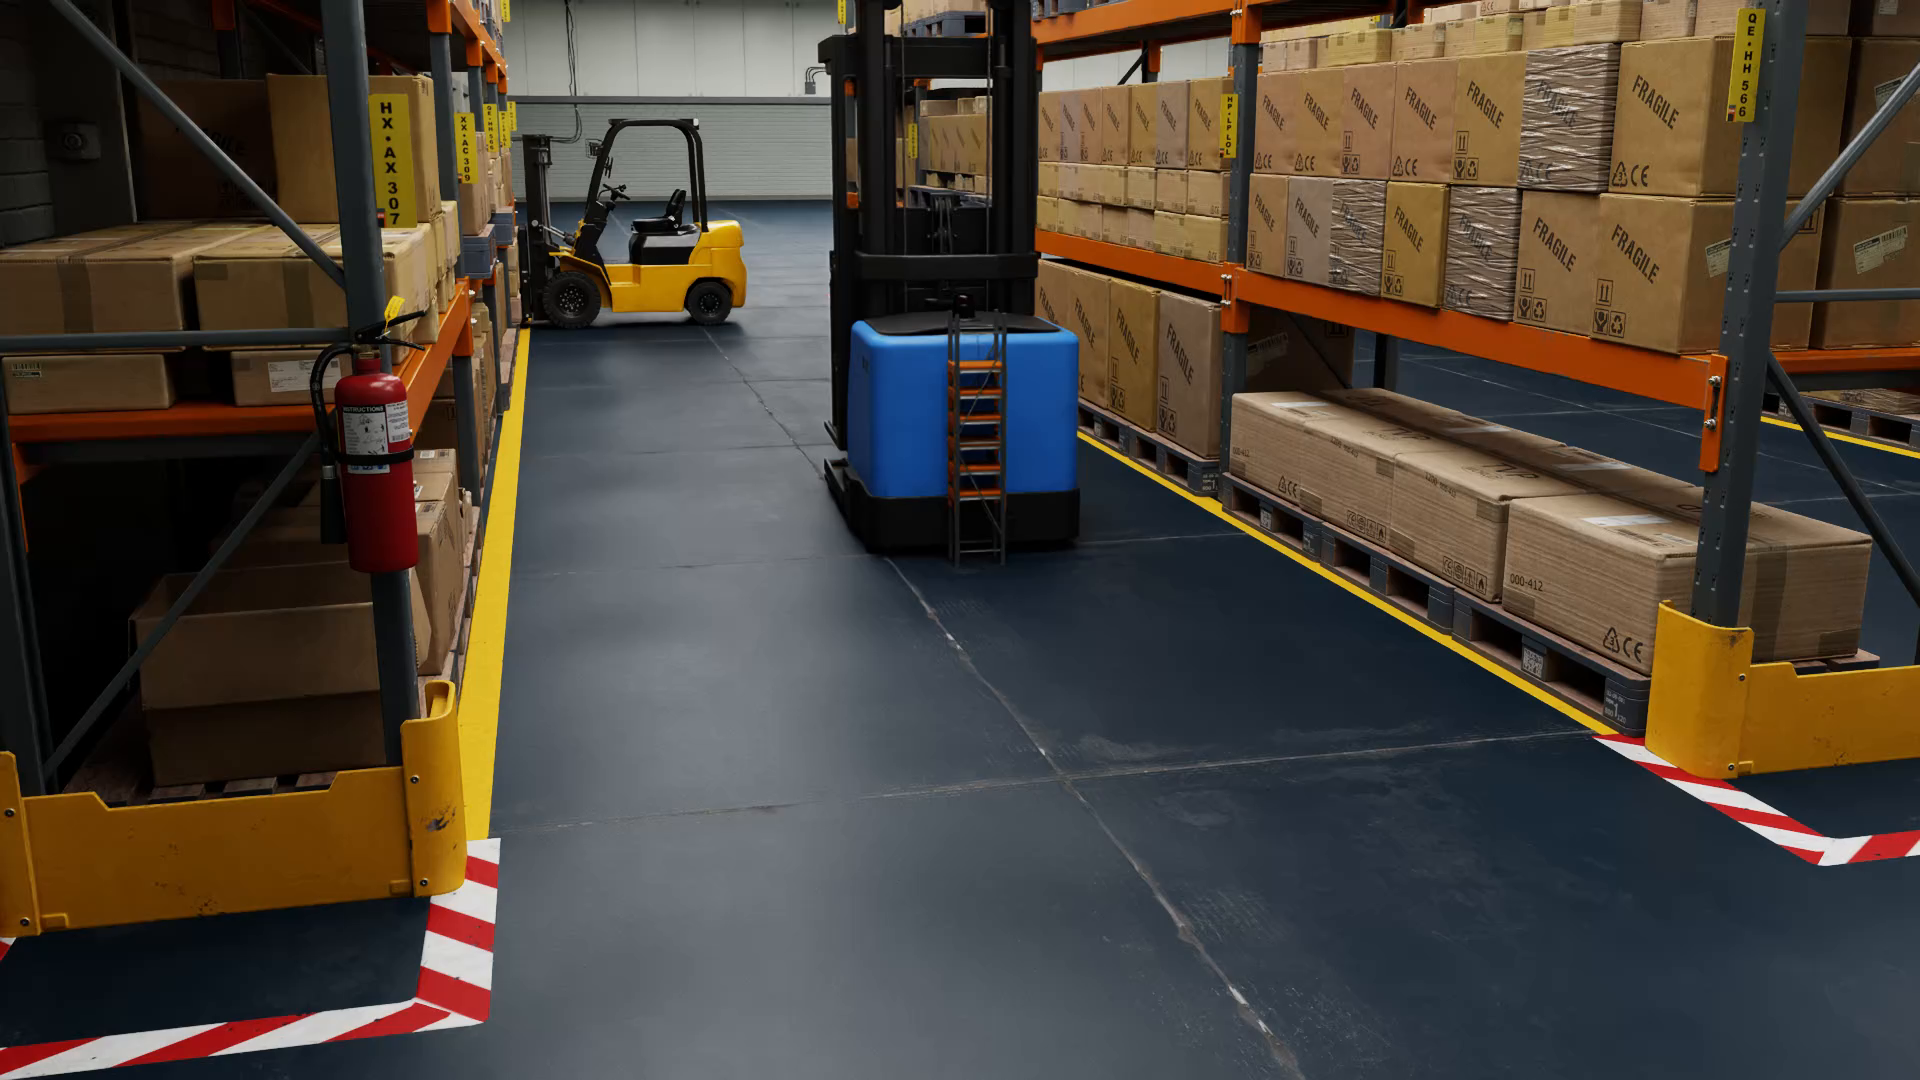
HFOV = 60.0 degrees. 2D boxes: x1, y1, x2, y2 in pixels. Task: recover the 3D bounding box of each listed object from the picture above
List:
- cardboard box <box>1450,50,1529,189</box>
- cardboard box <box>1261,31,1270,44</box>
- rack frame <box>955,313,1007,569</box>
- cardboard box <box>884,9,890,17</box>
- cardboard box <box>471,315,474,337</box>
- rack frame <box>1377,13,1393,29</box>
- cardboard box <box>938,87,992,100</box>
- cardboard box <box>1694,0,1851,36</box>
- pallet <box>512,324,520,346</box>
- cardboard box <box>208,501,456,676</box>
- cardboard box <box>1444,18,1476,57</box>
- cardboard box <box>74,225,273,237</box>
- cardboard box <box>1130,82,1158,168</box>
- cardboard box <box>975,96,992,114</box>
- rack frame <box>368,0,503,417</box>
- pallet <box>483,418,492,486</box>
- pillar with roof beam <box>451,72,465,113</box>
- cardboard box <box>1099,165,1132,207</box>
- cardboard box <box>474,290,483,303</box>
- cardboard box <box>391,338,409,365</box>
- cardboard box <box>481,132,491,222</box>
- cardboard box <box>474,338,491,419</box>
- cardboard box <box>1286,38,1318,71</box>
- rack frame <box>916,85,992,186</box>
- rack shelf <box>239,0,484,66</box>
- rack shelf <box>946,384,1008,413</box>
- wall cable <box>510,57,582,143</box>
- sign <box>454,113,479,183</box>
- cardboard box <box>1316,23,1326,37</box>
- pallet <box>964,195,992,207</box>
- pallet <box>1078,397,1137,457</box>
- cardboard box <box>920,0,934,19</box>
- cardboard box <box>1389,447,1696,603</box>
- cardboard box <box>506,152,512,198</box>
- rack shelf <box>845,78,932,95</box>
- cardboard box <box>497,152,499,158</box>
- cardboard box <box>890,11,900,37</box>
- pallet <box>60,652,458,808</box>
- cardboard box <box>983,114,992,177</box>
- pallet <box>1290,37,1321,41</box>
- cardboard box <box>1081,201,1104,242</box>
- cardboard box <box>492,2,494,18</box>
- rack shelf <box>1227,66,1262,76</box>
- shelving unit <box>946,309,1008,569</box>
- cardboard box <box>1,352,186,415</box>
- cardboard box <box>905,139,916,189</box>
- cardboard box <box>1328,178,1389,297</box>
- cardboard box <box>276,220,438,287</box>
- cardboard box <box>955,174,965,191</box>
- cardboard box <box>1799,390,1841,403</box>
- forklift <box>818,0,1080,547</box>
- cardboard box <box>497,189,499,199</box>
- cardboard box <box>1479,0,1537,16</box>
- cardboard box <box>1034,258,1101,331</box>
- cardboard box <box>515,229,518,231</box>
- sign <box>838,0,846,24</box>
[{"bbox_3d":[2.274,-1.633,6.472,0.500,0.500,0.500,-3,14,-13],"label":"cardboard box"},{"bbox_3d":[3.861,-6.073,20.079,0.380,0.149,0.250,-3,14,-13],"label":"cardboard box"},{"bbox_3d":[0.096,-0.453,7.752,0.240,1.200,0.006,-2,14,-10],"label":"rack frame"},{"bbox_3d":[-0.592,-5.615,17.617,0.380,0.149,0.250,-3,14,-13],"label":"cardboard box"},{"bbox_3d":[-3.326,-1.352,10.658,0.380,0.149,0.250,-3,14,-12],"label":"cardboard box"},{"bbox_3d":[4.853,-6.749,17.091,1.000,3.000,0.127,-3,14,-13],"label":"rack frame"},{"bbox_3d":[0.173,-4.328,16.877,0.700,0.500,0.500,-3,14,-14],"label":"cardboard box"},{"bbox_3d":[2.604,-1.688,5.333,0.380,0.149,0.250,-3,14,-12],"label":"cardboard box"},{"bbox_3d":[-4.905,-2.089,16.534,1.003,0.211,1.213,-3,14,-13],"label":"pallet"},{"bbox_3d":[-2.155,0.175,5.773,0.700,0.500,0.500,-3,14,-11],"label":"cardboard box"},{"bbox_3d":[2.208,-2.041,6.777,0.380,0.149,0.250,-3,14,-11],"label":"cardboard box"},{"bbox_3d":[-2.538,-0.886,5.423,0.500,0.250,0.500,-3,14,-11],"label":"cardboard box"},{"bbox_3d":[1.366,-2.550,10.228,0.500,0.500,0.500,-3,14,-11],"label":"cardboard box"},{"bbox_3d":[0.346,-3.687,14.108,0.380,0.149,0.250,-4,14,-16],"label":"cardboard box"},{"bbox_3d":[-3.819,-2.335,11.665,1.000,3.000,0.127,-3,14,-13],"label":"rack frame"},{"bbox_3d":[-3.398,-0.525,10.133,1.003,0.211,1.213,-3,14,-13],"label":"pallet"},{"bbox_3d":[-6.454,-11.277,35.623,9.100,9.000,0.400,-3,14,-13],"label":"pillar with roof beam"},{"bbox_3d":[1.215,-2.299,10.781,0.500,0.250,0.500,-3,14,-12],"label":"cardboard box"},{"bbox_3d":[-3.953,-1.530,12.489,0.875,0.625,0.625,-3,14,-11],"label":"cardboard box"},{"bbox_3d":[-1.951,-0.635,5.237,0.380,0.149,0.250,-3,14,-11],"label":"cardboard box"},{"bbox_3d":[-3.082,-2.090,9.565,0.700,0.500,0.500,-3,14,-13],"label":"cardboard box"},{"bbox_3d":[-3.278,-1.003,10.593,0.500,0.500,0.500,-3,14,-11],"label":"cardboard box"},{"bbox_3d":[1.842,-2.394,8.221,0.380,0.149,0.250,-3,14,-12],"label":"cardboard box"},{"bbox_3d":[0.065,-3.536,16.578,1.000,3.000,0.127,-3,14,-13],"label":"rack frame"},{"bbox_3d":[-3.350,-2.982,9.506,1.077,0.370,4.000,-3,14,-13],"label":"rack shelf"},{"bbox_3d":[0.079,-0.664,7.793,0.258,0.103,0.180,-2,14,-10],"label":"rack shelf"},{"bbox_3d":[-12.863,-13.050,49.424,3.097,2.526,0.112,-3,14,-13],"label":"wall cable"},{"bbox_3d":[-2.354,-1.865,7.917,0.100,0.325,0.005,-3,14,-13],"label":"sign"},{"bbox_3d":[4.218,-5.723,18.645,0.380,0.149,0.250,-3,14,-12],"label":"cardboard box"},{"bbox_3d":[0.734,-2.678,13.473,1.213,0.211,1.003,-3,14,-13],"label":"pallet"},{"bbox_3d":[1.399,-0.791,11.221,1.003,0.211,1.213,-3,14,-13],"label":"pallet"},{"bbox_3d":[-0.067,-4.850,15.068,0.500,0.250,0.500,-3,14,-14],"label":"cardboard box"},{"bbox_3d":[2.408,-0.084,6.964,0.875,0.438,0.875,-3,14,-12],"label":"cardboard box"},{"bbox_3d":[-5.215,-4.010,18.311,0.500,0.500,0.500,-3,14,-11],"label":"cardboard box"},{"bbox_3d":[-0.405,-5.105,18.196,1.077,0.370,4.000,-3,14,-13],"label":"rack shelf"},{"bbox_3d":[-4.188,-3.384,14.381,0.380,0.149,0.250,-4,14,-15],"label":"cardboard box"},{"bbox_3d":[-0.420,-5.268,17.037,0.500,0.250,0.500,-4,14,-14],"label":"cardboard box"},{"bbox_3d":[-2.147,0.664,5.267,1.003,0.211,1.213,-3,14,-13],"label":"pallet"},{"bbox_3d":[0.496,-3.218,13.556,0.500,0.500,0.500,-4,14,-14],"label":"cardboard box"},{"bbox_3d":[4.388,-5.719,19.382,1.003,0.211,1.213,-3,14,-13],"label":"pallet"},{"bbox_3d":[1.130,-2.174,11.322,0.500,0.250,0.500,-3,14,-11],"label":"cardboard box"},{"bbox_3d":[-4.569,-4.966,15.548,0.380,0.149,0.250,-3,14,-12],"label":"cardboard box"},{"bbox_3d":[4.383,-5.404,19.421,1.077,0.370,4.000,-3,14,-13],"label":"rack shelf"},{"bbox_3d":[0.079,-0.474,7.839,0.258,1.200,0.189,-2,14,-10],"label":"shelving unit"},{"bbox_3d":[-2.279,-0.429,4.393,0.380,0.149,0.250,-3,14,-14],"label":"cardboard box"},{"bbox_3d":[-0.281,-3.817,16.894,0.500,0.500,0.500,-4,14,-15],"label":"cardboard box"},{"bbox_3d":[2.024,-1.384,7.562,0.500,0.500,0.500,-3,14,-13],"label":"cardboard box"},{"bbox_3d":[-2.167,-1.031,6.016,0.500,0.250,0.500,-4,14,-15],"label":"cardboard box"},{"bbox_3d":[0.167,-3.170,14.727,0.380,0.149,0.250,-3,14,-11],"label":"cardboard box"},{"bbox_3d":[6.193,-1.254,11.622,0.500,0.500,0.500,-4,14,-15],"label":"cardboard box"},{"bbox_3d":[-0.181,-1.693,9.180,1.130,2.935,3.031,-2,14,-10],"label":"forklift"},{"bbox_3d":[-4.176,-2.852,14.095,0.500,0.250,0.500,-3,14,-13],"label":"cardboard box"},{"bbox_3d":[5.112,-5.056,15.174,0.500,0.500,0.500,-3,14,-13],"label":"cardboard box"},{"bbox_3d":[1.086,-1.621,12.332,0.875,0.875,0.875,-3,14,-14],"label":"cardboard box"},{"bbox_3d":[-5.161,-3.328,18.533,0.500,0.250,0.500,-3,14,-12],"label":"cardboard box"},{"bbox_3d":[-1.402,-6.310,19.772,0.100,0.325,0.005,-3,14,-13],"label":"sign"}]
